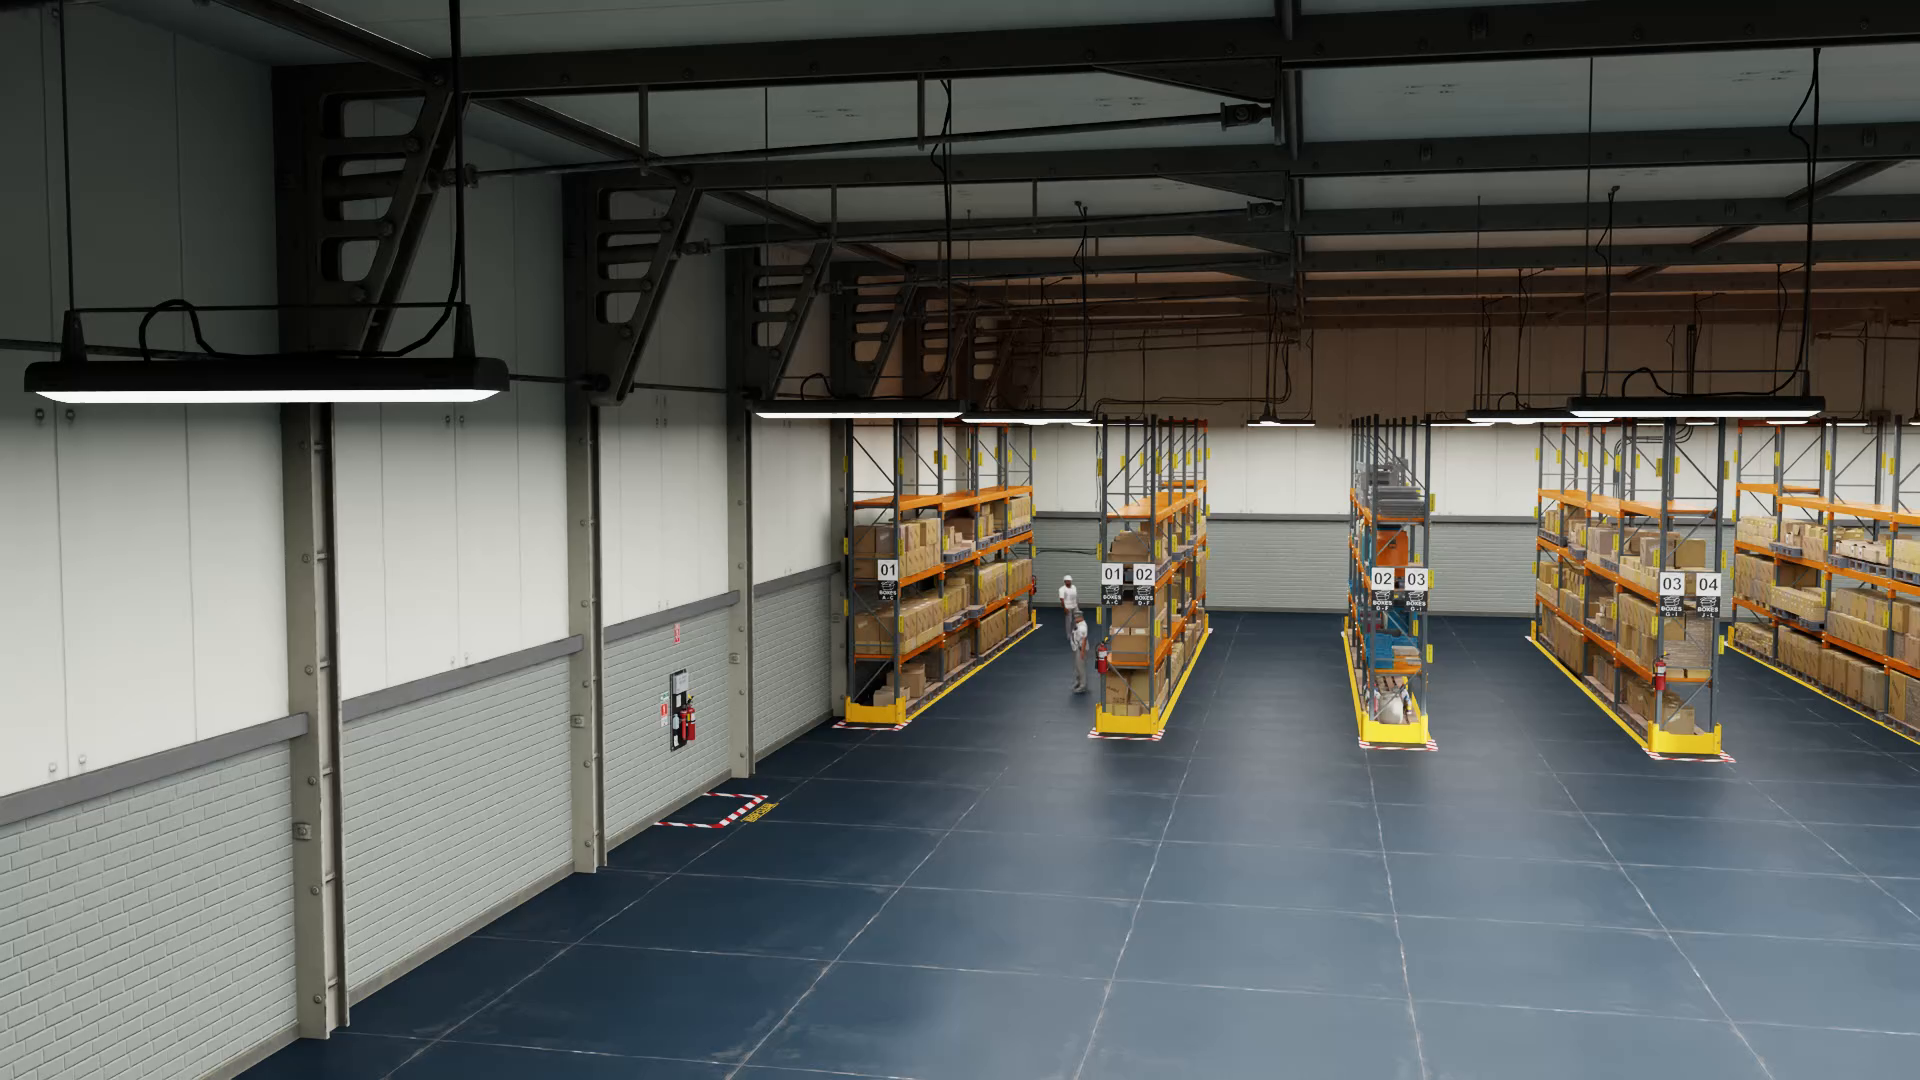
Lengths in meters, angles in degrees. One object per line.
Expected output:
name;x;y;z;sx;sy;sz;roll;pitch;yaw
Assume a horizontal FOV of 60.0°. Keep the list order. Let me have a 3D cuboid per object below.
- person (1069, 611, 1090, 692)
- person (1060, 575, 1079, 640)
person;2.613;2.427;36.393;0.436;1.748;0.620;0;4;-5
person;3.020;1.842;45.025;0.685;1.786;0.380;-3;5;-36
